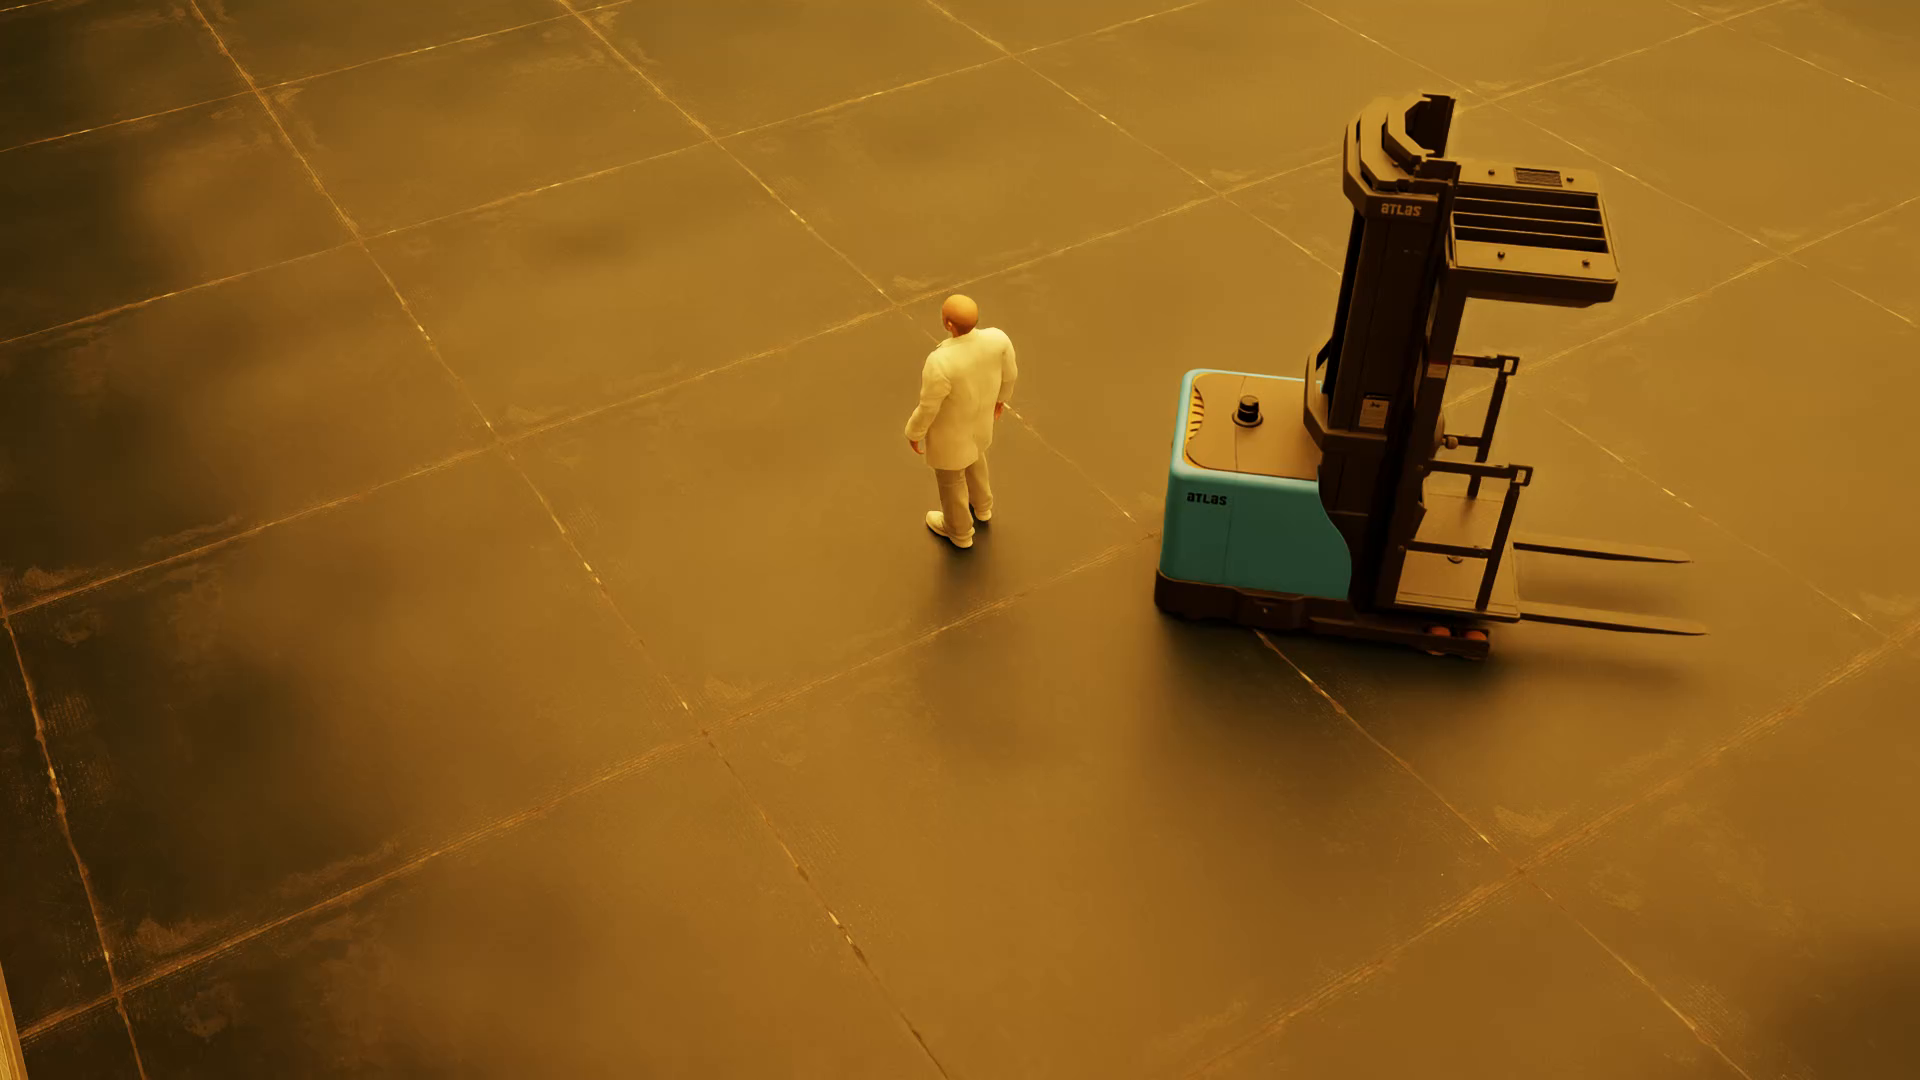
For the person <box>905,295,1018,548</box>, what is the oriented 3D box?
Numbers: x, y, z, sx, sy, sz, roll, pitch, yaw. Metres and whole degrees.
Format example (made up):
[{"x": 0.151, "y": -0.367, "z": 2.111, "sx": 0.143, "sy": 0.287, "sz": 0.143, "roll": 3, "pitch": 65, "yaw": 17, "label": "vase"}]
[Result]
[{"x": -0.045, "y": -0.727, "z": 9.568, "sx": 0.698, "sy": 1.777, "sz": 0.581, "roll": -23, "pitch": 46, "yaw": -24, "label": "person"}]

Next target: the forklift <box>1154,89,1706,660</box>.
[{"x": 2.686, "y": -0.813, "z": 8.802, "sx": 3.031, "sy": 2.935, "sz": 1.130, "roll": 7, "pitch": 42, "yaw": 8, "label": "forklift"}]
